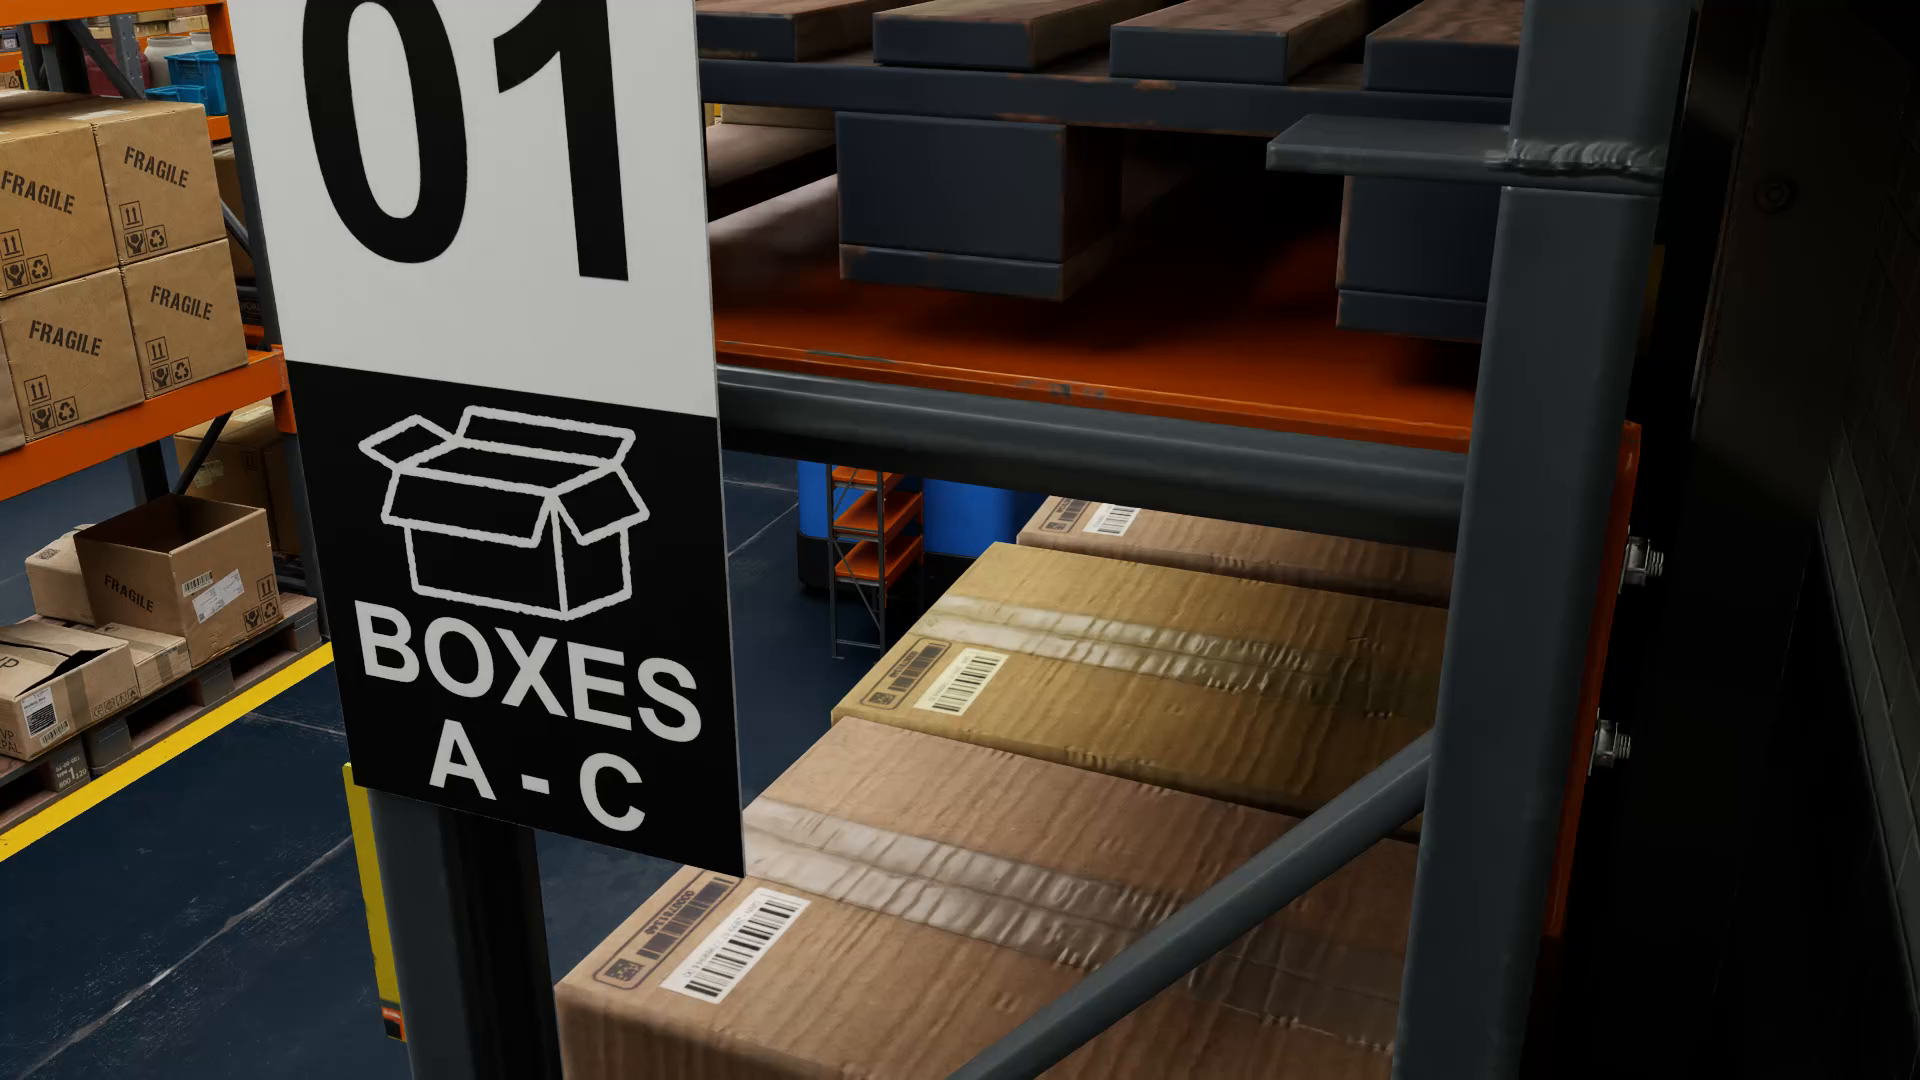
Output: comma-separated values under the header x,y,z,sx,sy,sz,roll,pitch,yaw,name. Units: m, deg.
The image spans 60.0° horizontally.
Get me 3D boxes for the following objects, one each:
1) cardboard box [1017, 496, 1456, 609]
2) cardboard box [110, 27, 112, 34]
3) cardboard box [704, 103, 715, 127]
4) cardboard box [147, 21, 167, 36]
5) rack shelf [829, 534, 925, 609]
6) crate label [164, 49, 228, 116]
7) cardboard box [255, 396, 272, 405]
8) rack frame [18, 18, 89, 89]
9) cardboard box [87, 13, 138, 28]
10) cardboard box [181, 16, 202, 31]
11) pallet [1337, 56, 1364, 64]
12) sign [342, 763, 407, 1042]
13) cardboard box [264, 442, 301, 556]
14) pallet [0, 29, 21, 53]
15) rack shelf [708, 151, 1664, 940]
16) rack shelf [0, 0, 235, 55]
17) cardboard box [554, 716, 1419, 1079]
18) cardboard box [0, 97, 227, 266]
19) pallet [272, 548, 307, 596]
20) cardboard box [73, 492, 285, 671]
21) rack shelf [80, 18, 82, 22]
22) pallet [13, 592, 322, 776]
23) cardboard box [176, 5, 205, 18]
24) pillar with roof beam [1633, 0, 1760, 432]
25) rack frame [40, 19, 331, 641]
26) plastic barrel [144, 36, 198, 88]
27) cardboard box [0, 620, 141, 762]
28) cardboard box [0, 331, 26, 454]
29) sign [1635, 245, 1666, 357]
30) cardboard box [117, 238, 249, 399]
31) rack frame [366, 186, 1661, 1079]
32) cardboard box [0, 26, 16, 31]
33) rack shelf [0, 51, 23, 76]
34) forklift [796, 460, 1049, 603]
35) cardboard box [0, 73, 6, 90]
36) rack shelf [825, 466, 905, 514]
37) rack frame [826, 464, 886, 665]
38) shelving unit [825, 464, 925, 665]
x,y,z,sx,sy,sz,roll,pitch,yaw,name
0.680,0.244,3.386,0.980,0.700,0.700,8,24,17,cardboard box
-8.927,-5.328,17.439,0.380,0.149,0.250,9,24,20,cardboard box
-1.810,-2.470,9.596,0.700,0.500,0.500,1,23,2,cardboard box
-8.776,-5.512,17.880,0.380,0.149,0.250,9,24,20,cardboard box
-0.351,0.116,7.105,0.258,0.148,0.480,7,24,16,rack shelf
-5.658,-3.515,12.727,0.502,0.435,0.616,9,24,20,crate label
-3.058,-0.483,8.186,0.500,0.500,0.500,9,24,20,cardboard box
-9.391,-5.322,17.100,1.000,3.000,0.127,9,24,20,rack frame
-9.167,-5.658,17.388,0.875,0.500,0.500,9,24,20,cardboard box
-8.591,-5.691,18.309,0.380,0.149,0.250,9,24,20,cardboard box
0.666,-0.949,2.853,1.003,0.211,1.213,9,24,20,pallet
-0.551,0.373,1.655,0.100,0.325,0.005,9,24,20,sign
-2.761,-0.228,7.575,0.500,0.500,0.500,8,24,18,cardboard box
-9.810,-4.981,16.532,1.003,0.211,1.213,9,24,20,pallet
0.691,-0.668,3.000,1.077,0.370,4.000,9,24,20,rack shelf
-3.910,-1.376,4.695,1.077,0.370,4.000,9,24,20,rack shelf
0.128,0.777,2.109,0.980,0.700,0.700,10,25,22,cardboard box
-3.114,-1.329,6.114,0.500,0.500,0.500,9,24,20,cardboard box
-2.900,-0.050,8.095,1.003,0.211,1.213,9,24,20,pallet
-3.115,0.155,6.659,0.500,0.500,0.500,9,24,20,cardboard box
-2.424,-2.808,8.121,1.077,0.370,4.000,9,24,20,rack shelf
-3.423,0.493,6.797,1.003,0.211,1.213,9,24,20,pallet
-8.856,-6.025,18.267,0.875,0.500,0.500,9,24,20,cardboard box
0.209,-5.489,9.716,9.100,9.000,0.400,9,24,20,pillar with roof beam
-3.167,-1.040,6.848,1.000,3.000,0.127,9,24,20,rack frame
-6.095,-3.632,12.908,0.421,0.512,0.421,0,23,0,plastic barrel
-3.394,0.511,6.053,0.500,0.311,0.500,9,24,20,cardboard box
-3.493,-0.501,5.429,0.500,0.500,0.500,9,24,21,cardboard box
1.950,-0.689,4.782,0.100,0.325,0.005,9,24,20,sign
-3.114,-0.870,6.312,0.500,0.500,0.500,9,24,21,cardboard box
-0.052,1.099,1.726,1.000,3.000,0.127,9,24,20,rack frame
-9.816,-5.529,16.271,1.000,1.000,1.000,9,24,20,cardboard box
-10.134,-4.275,15.525,1.077,0.370,4.000,9,24,20,rack shelf
0.190,-1.582,8.234,1.130,2.935,3.031,7,24,16,forklift
-12.989,-6.146,21.284,0.875,0.875,0.875,8,24,19,cardboard box
-0.351,-0.274,6.942,0.258,0.148,0.480,7,24,16,rack shelf
-0.426,-0.040,6.788,0.240,1.200,0.015,7,24,16,rack frame
-0.351,-0.129,7.003,0.258,1.200,0.503,7,24,16,shelving unit
